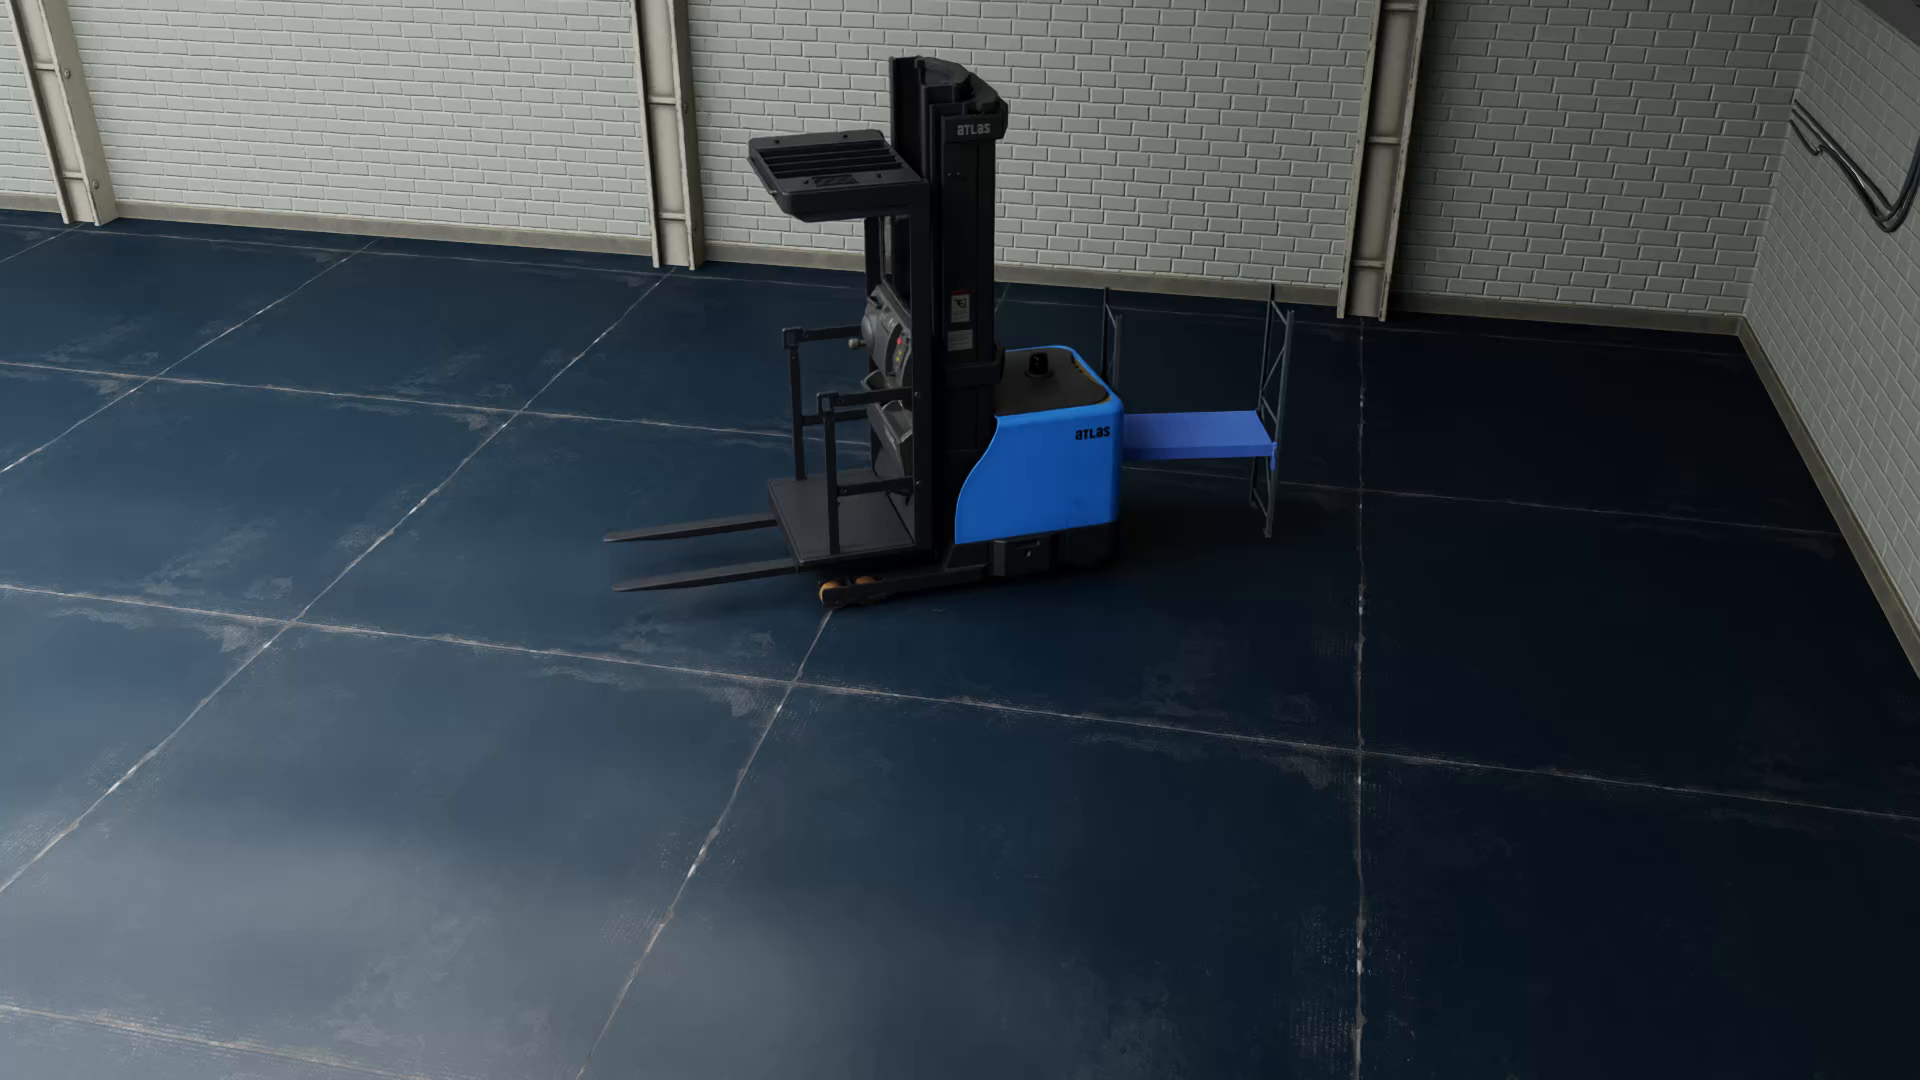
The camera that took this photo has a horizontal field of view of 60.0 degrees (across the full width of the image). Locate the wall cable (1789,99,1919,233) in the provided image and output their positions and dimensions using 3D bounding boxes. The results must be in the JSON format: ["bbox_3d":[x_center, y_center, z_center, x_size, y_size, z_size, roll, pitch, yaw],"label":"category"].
[{"bbox_3d":[5.954,-3.562,10.781,0.112,2.526,3.097,6,29,11],"label":"wall cable"}]

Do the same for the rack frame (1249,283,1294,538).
[{"bbox_3d":[1.924,-0.792,10.297,0.032,1.500,0.500,-2,29,-3],"label":"rack frame"}]

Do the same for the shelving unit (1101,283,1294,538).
[{"bbox_3d":[1.416,-0.775,10.266,1.048,1.500,0.538,-2,29,-3],"label":"shelving unit"}]

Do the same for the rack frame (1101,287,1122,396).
[{"bbox_3d":[0.909,-0.759,10.236,0.032,1.500,0.500,-2,29,-3],"label":"rack frame"}]

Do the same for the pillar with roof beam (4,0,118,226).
[{"bbox_3d":[-9.285,-5.022,10.214,0.400,9.000,9.100,6,29,11],"label":"pillar with roof beam"}]

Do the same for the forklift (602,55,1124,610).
[{"bbox_3d":[-0.605,-1.161,9.481,3.031,2.935,1.130,-8,30,-14],"label":"forklift"}]

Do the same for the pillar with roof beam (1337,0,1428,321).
[{"bbox_3d":[2.450,-3.819,8.016,0.400,9.000,9.100,6,29,11],"label":"pillar with roof beam"}]

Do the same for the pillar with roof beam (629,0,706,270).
[{"bbox_3d":[-3.418,-4.420,9.115,0.400,9.000,9.100,6,29,11],"label":"pillar with roof beam"}]

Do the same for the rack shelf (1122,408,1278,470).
[{"bbox_3d":[1.416,-0.618,10.353,1.000,0.185,0.538,-2,29,-3],"label":"rack shelf"}]
